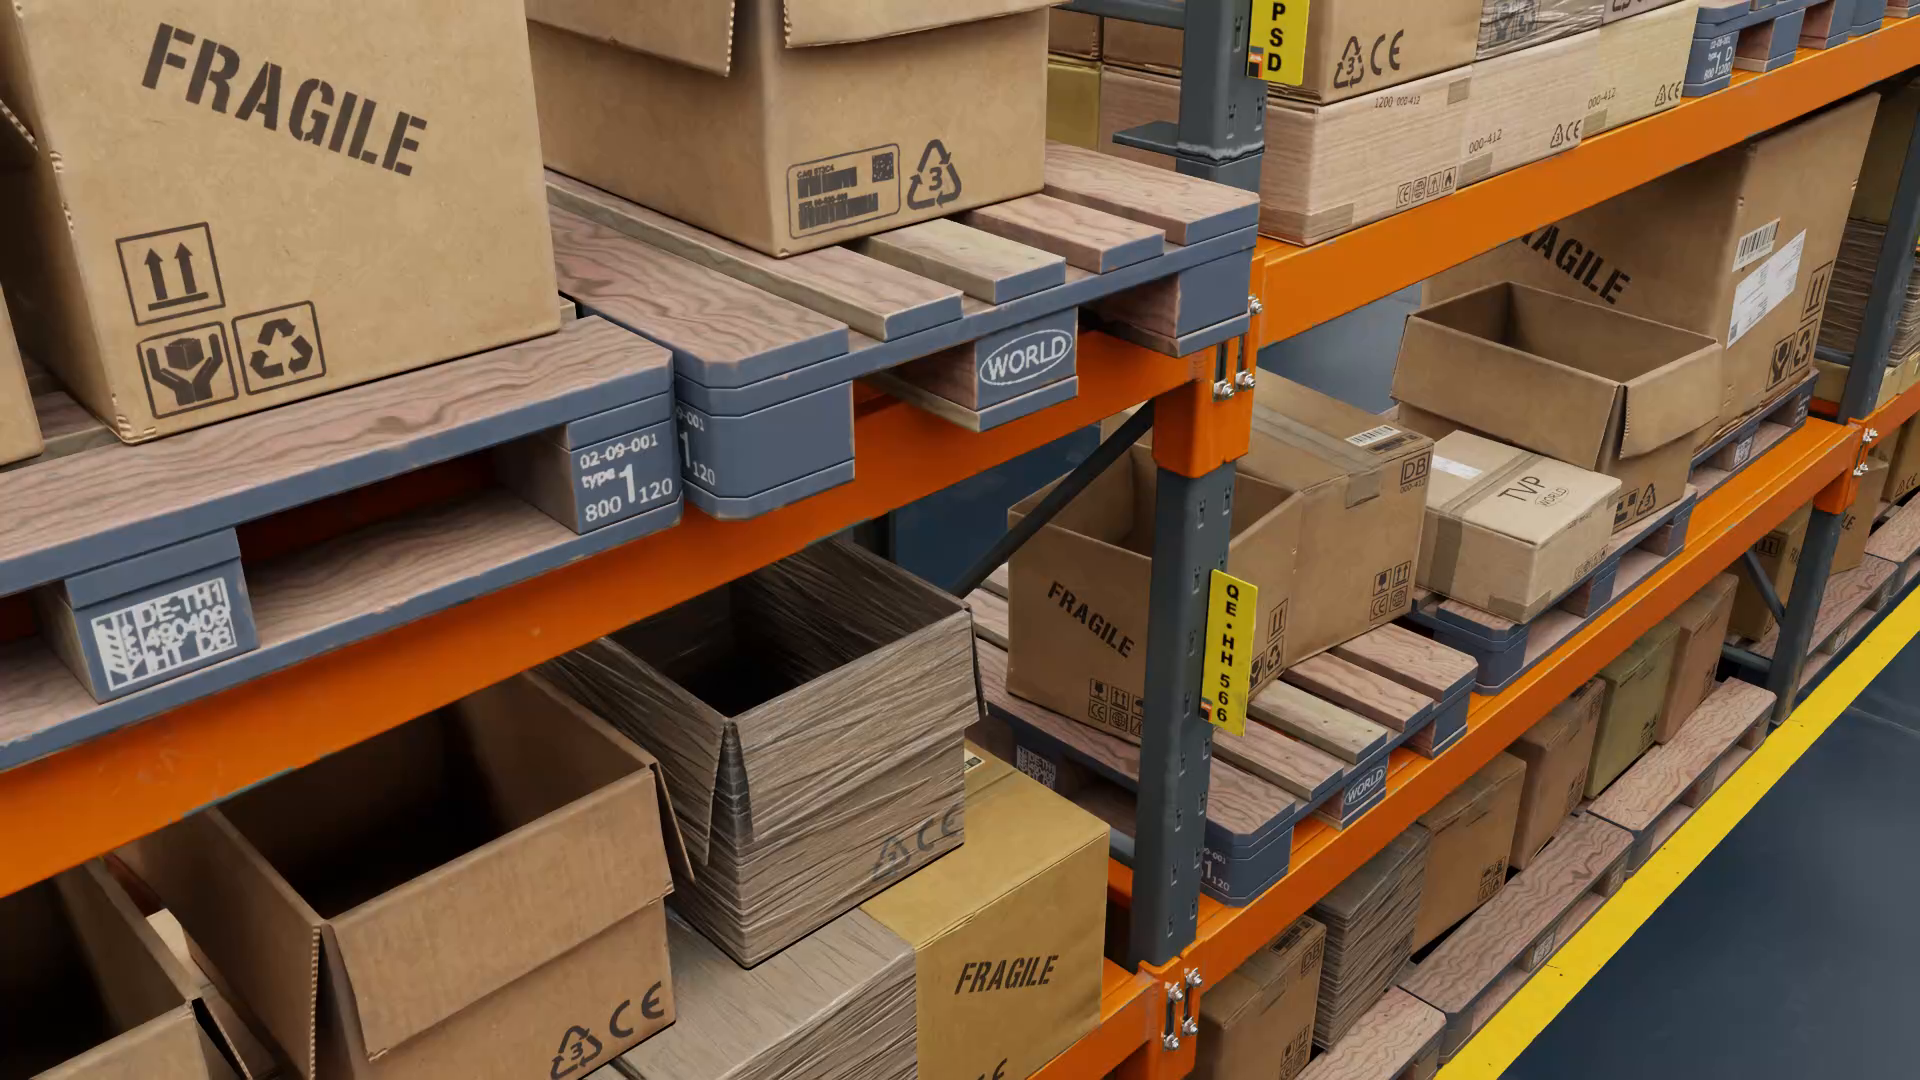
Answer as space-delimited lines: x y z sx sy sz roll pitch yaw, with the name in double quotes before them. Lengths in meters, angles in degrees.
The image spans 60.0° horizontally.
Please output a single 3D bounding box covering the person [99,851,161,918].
"person" -2.307 0.947 4.309 0.649 1.824 0.625 -16 32 -28
